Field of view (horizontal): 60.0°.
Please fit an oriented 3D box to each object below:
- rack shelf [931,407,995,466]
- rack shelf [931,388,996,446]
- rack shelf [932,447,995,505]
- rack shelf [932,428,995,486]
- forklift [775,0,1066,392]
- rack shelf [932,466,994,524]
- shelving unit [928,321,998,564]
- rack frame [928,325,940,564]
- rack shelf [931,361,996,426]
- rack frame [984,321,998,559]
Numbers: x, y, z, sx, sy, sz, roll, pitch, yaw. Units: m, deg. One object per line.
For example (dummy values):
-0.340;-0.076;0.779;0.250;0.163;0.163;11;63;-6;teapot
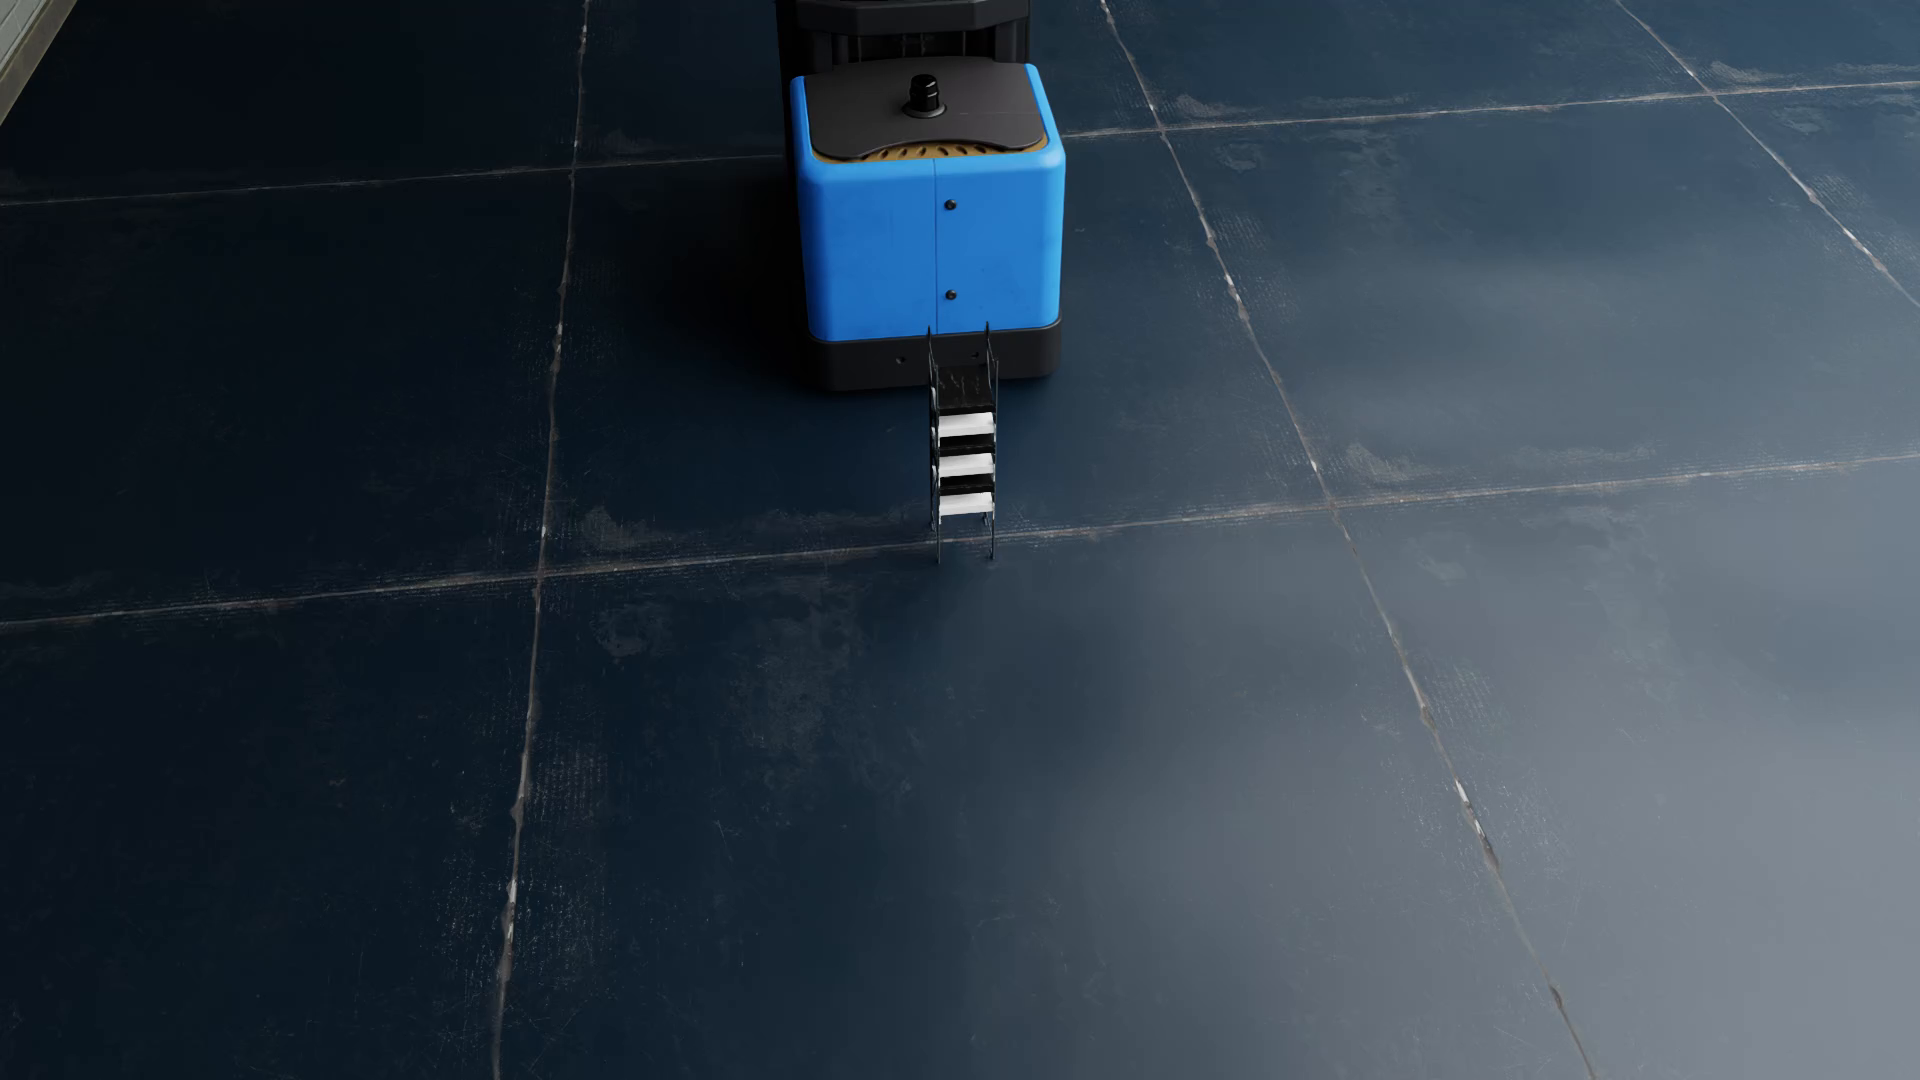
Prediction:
0.008;-0.377;5.911;0.200;0.077;0.258;-5;42;-6;rack shelf
0.008;-0.444;5.851;0.200;0.077;0.258;-5;42;-6;rack shelf
0.008;-0.243;6.032;0.200;0.077;0.258;-5;42;-6;rack shelf
0.008;-0.310;5.972;0.200;0.077;0.258;-5;42;-6;rack shelf
-0.270;-2.684;7.037;1.130;2.935;3.031;-5;42;-5;forklift
0.008;-0.176;6.092;0.200;0.077;0.258;-5;42;-6;rack shelf
0.008;-0.335;5.949;0.210;0.900;0.258;-5;42;-6;shelving unit
-0.093;-0.326;5.940;0.006;0.900;0.240;-5;42;-6;rack frame
0.008;-0.511;5.791;0.200;0.077;0.258;-5;42;-6;rack shelf
0.109;-0.344;5.959;0.006;0.900;0.240;-5;42;-6;rack frame
